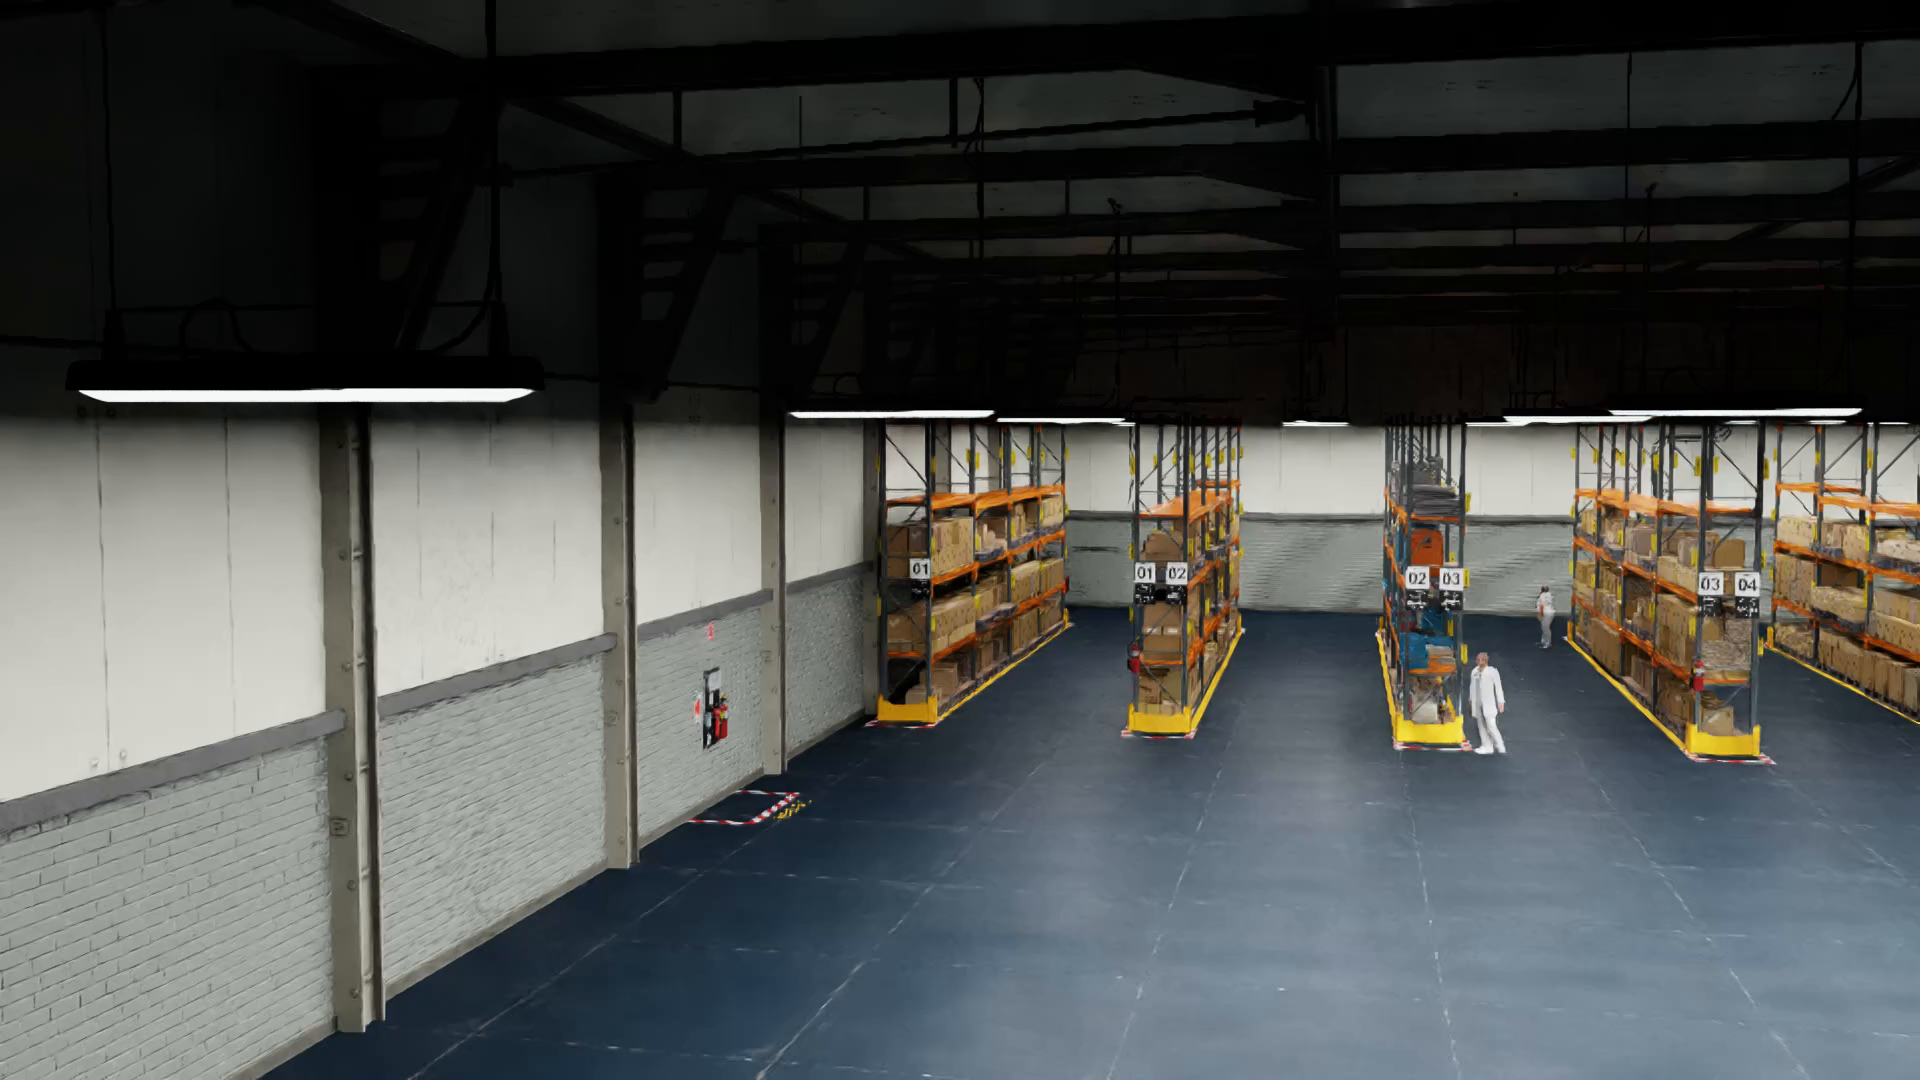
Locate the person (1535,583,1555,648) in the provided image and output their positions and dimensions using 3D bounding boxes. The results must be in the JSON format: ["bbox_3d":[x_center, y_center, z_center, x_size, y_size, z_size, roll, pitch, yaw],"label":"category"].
[{"bbox_3d":[15.214,1.955,43.299,0.551,1.657,0.599,3,5,42],"label":"person"}]

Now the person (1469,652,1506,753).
[{"bbox_3d":[9.289,2.858,29.236,0.508,1.767,0.704,-3,5,-35],"label":"person"}]
